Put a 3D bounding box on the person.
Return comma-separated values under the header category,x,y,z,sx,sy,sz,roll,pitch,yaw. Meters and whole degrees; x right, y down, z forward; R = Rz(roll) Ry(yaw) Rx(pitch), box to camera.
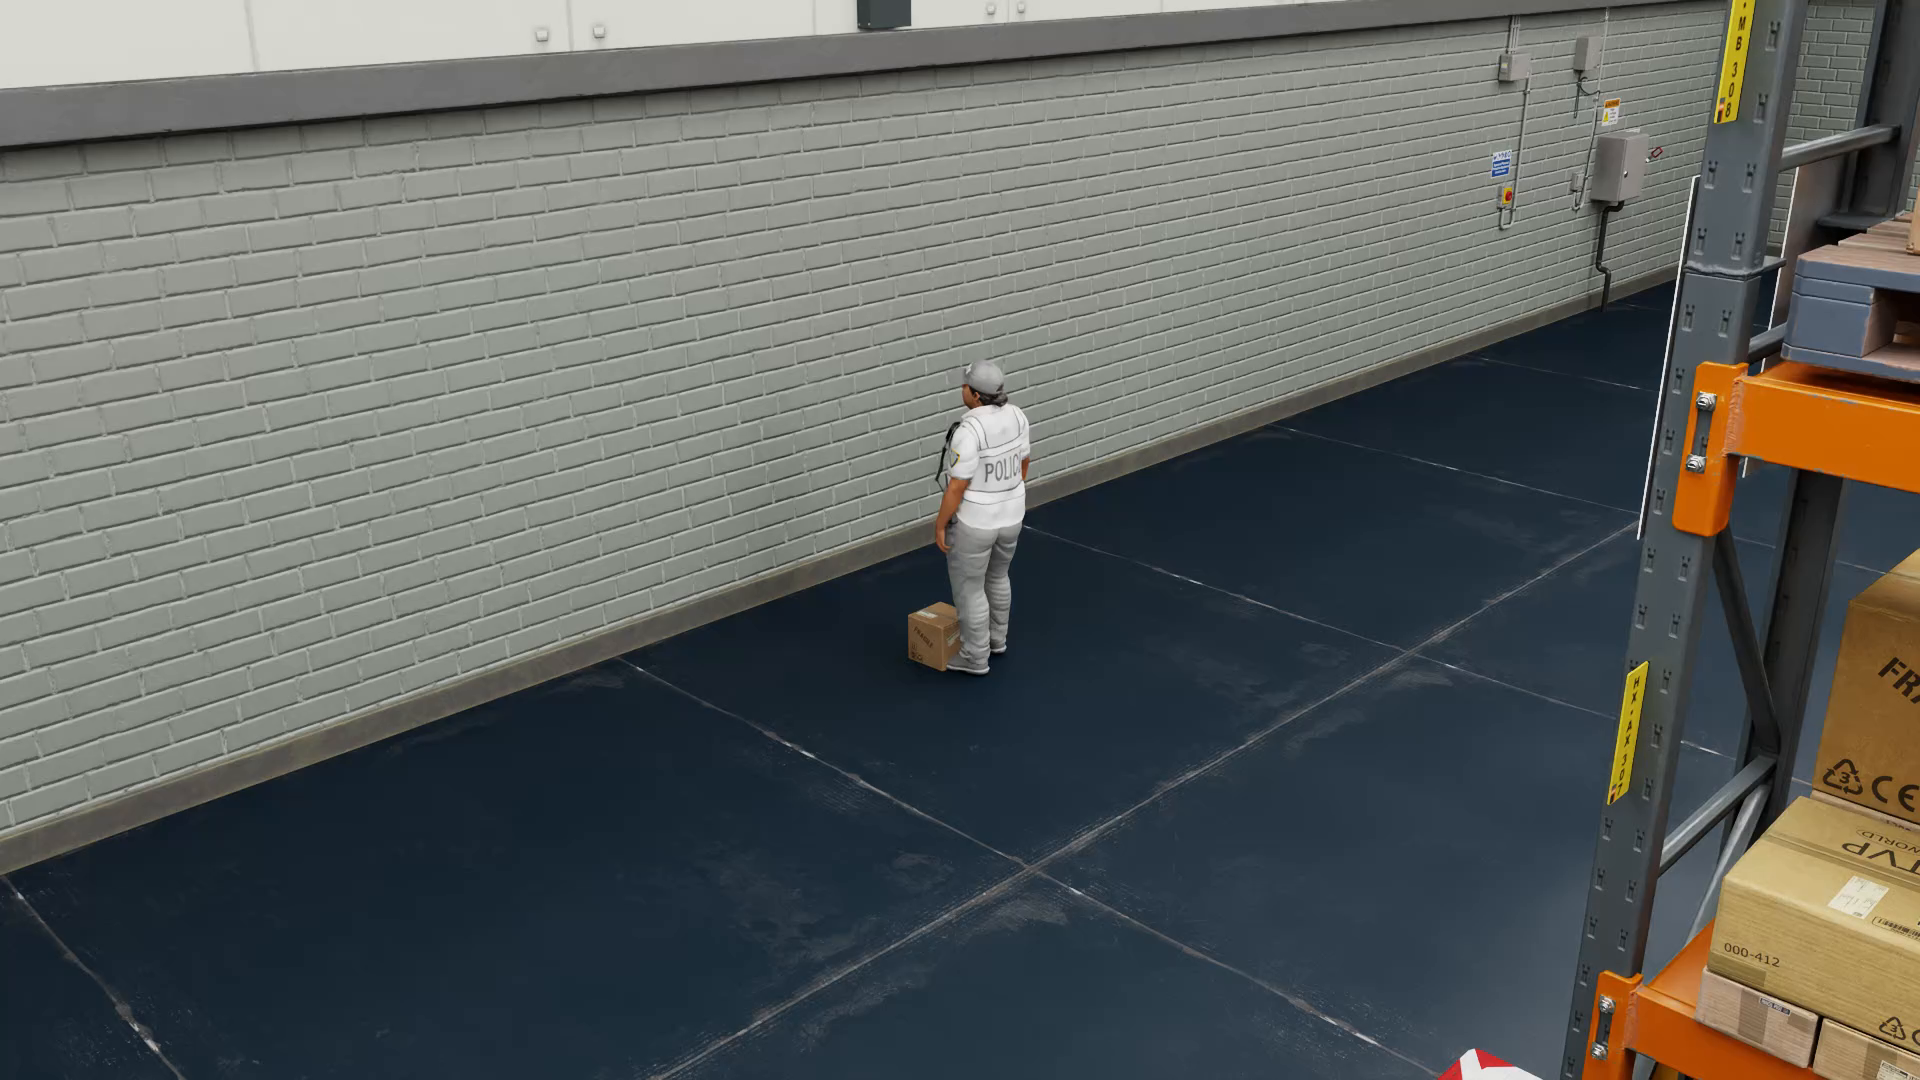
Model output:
category,x,y,z,sx,sy,sz,roll,pitch,yaw
person,0.066,-0.127,8.417,0.529,1.671,0.599,19,28,41
